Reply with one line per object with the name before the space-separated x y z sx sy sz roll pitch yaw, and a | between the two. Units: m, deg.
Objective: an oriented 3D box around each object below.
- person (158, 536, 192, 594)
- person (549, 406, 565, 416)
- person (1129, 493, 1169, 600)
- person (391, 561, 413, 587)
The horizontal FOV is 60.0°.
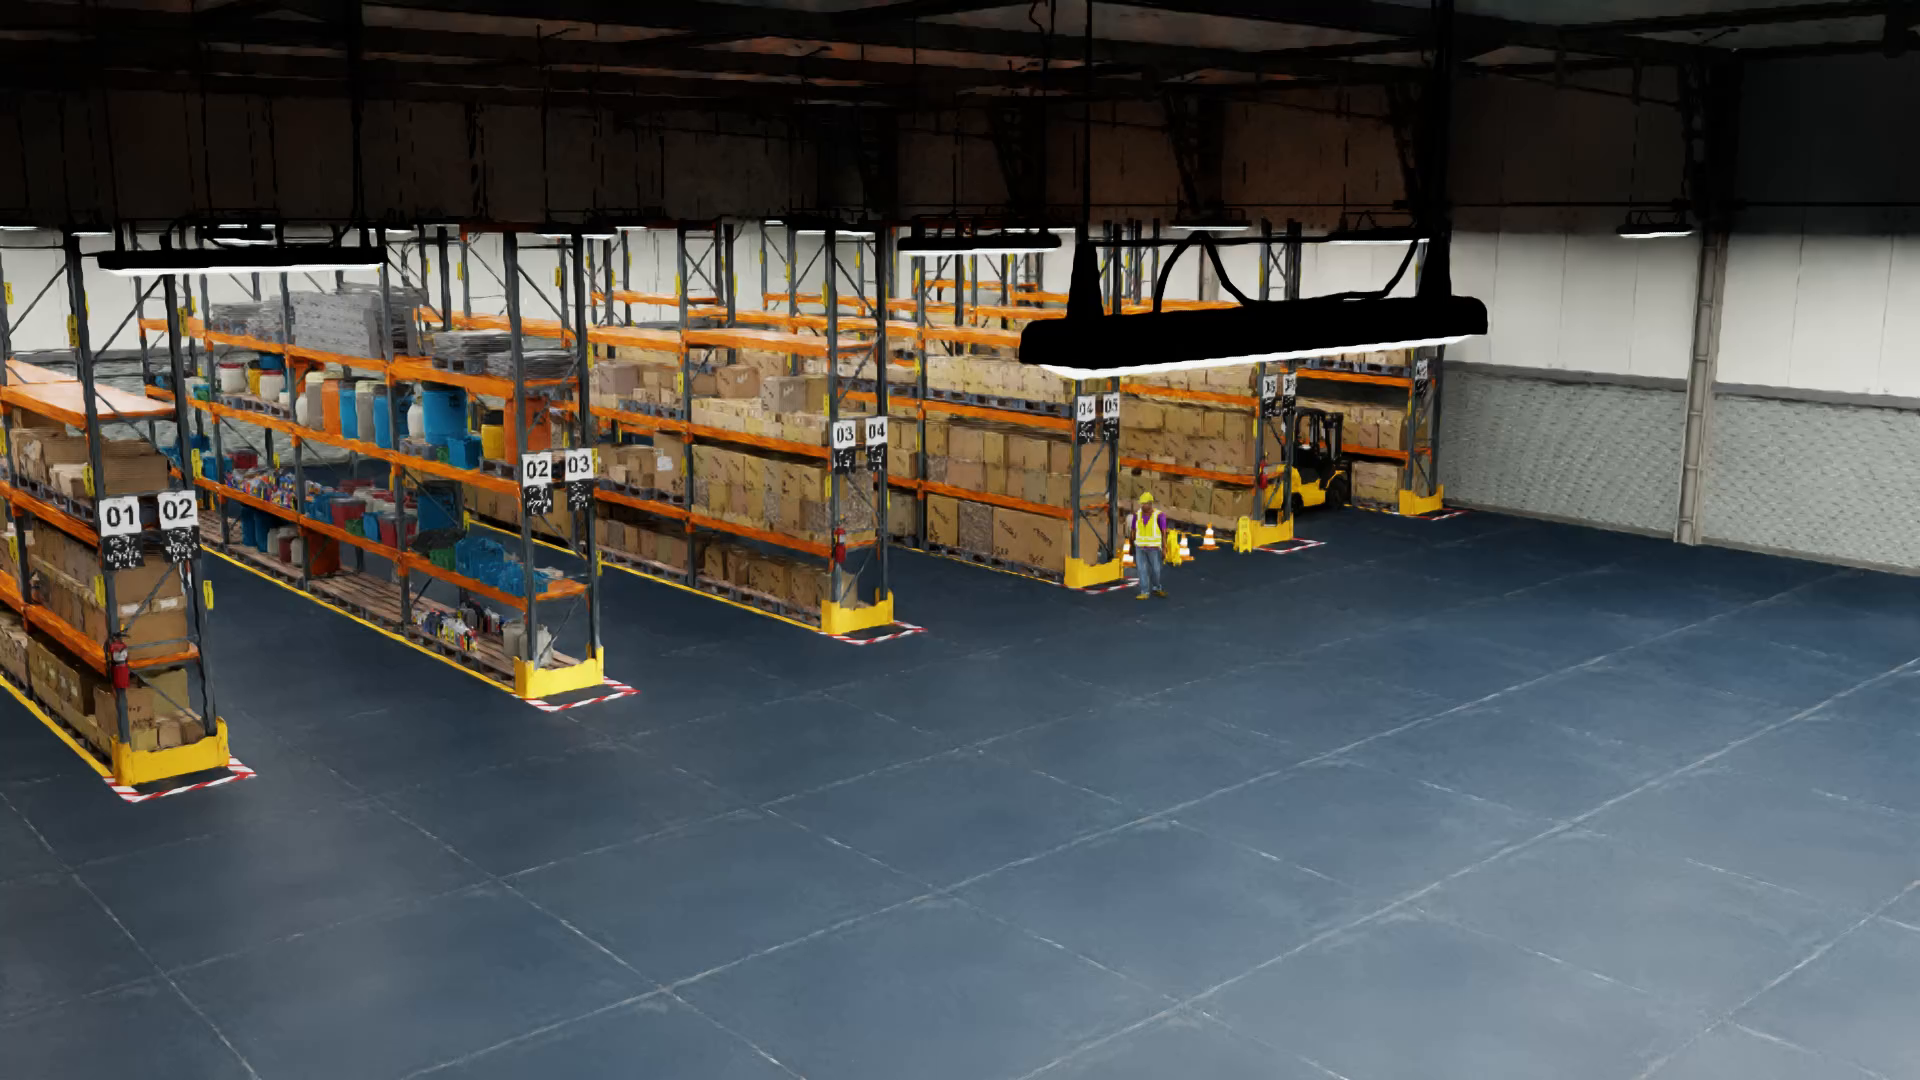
person | -11.651 0.615 24.468 0.677 1.742 0.552 -10 15 -42
person | -10.277 -2.958 42.417 0.530 1.634 0.575 2 12 8
person | 3.072 0.088 27.044 0.658 1.759 0.540 4 12 20
person | -9.298 0.045 27.577 0.358 1.584 0.578 -3 12 -17
